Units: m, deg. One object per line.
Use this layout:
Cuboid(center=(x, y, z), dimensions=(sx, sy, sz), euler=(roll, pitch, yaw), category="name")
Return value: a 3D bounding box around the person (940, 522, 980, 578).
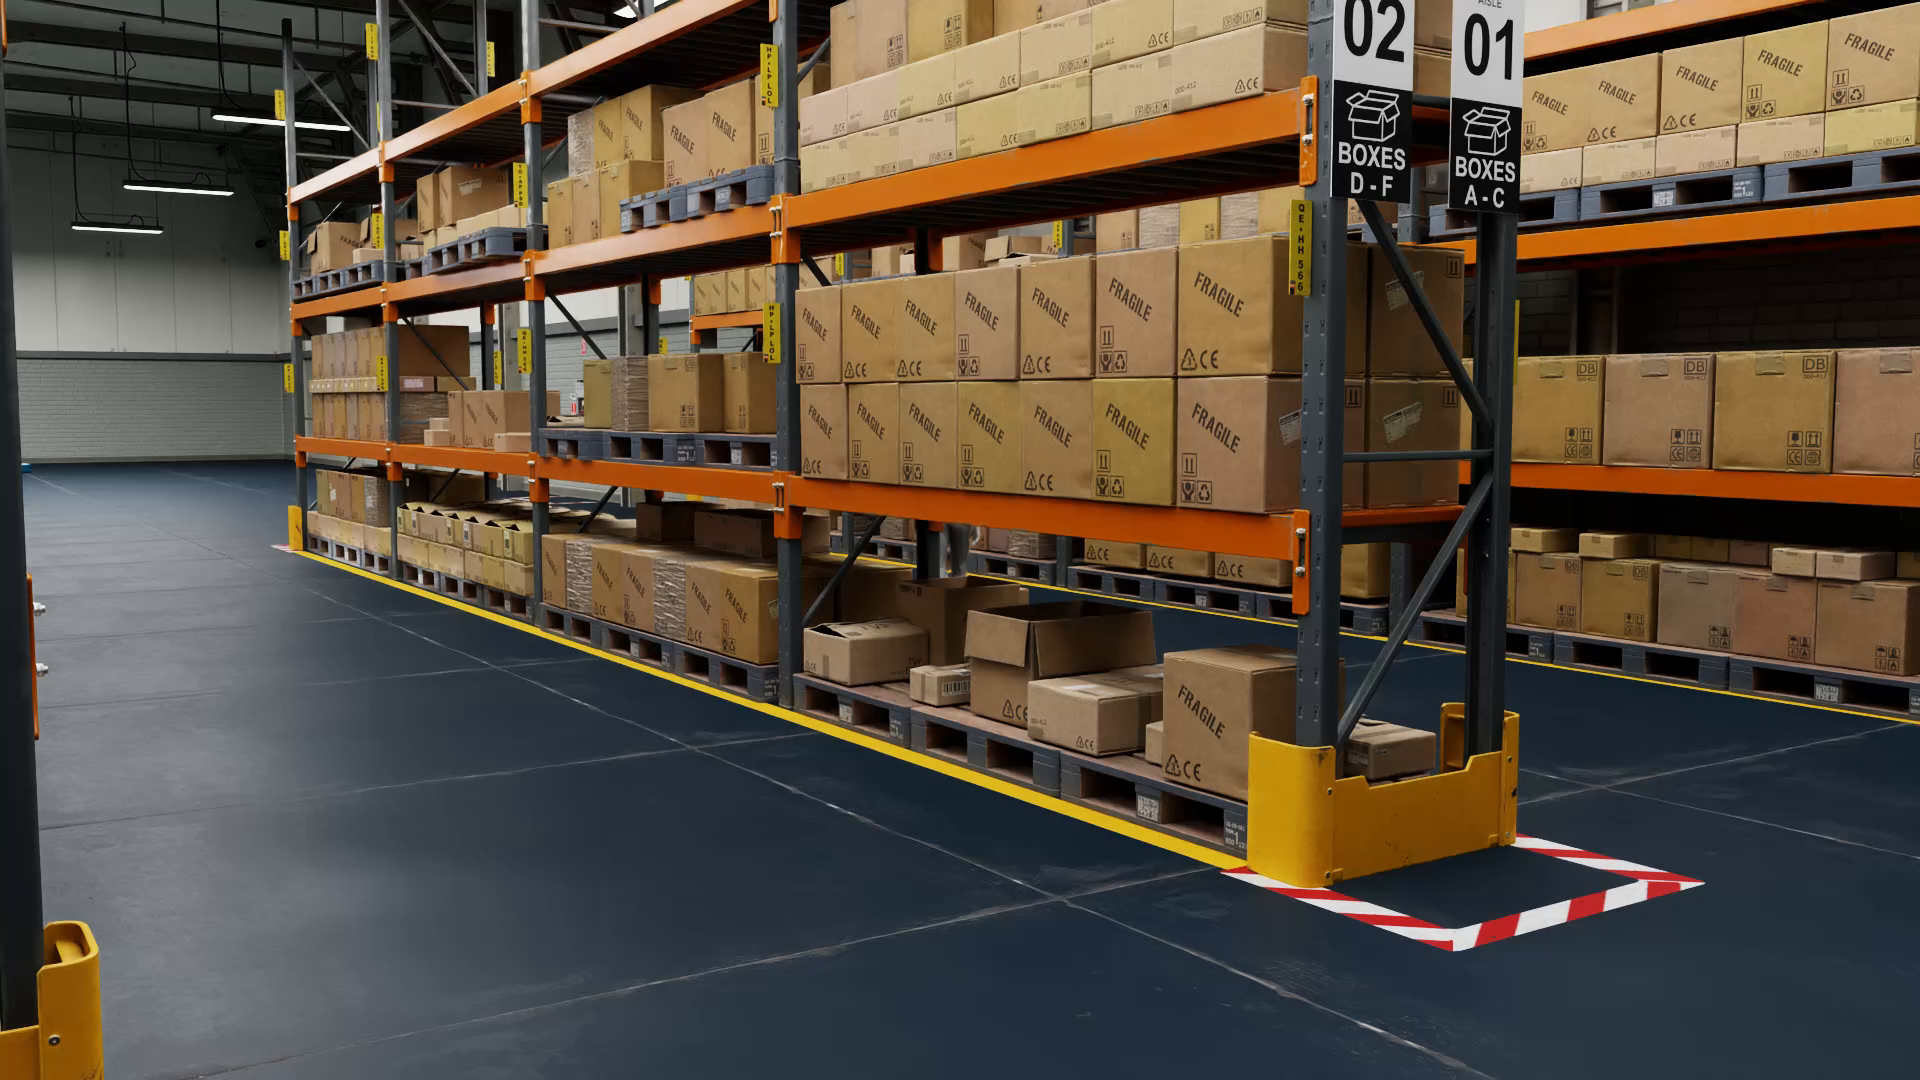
Cuboid(center=(-0.107, -0.163, 12.493), dimensions=(0.496, 1.625, 0.984), euler=(-1, 5, -10), category="person")
